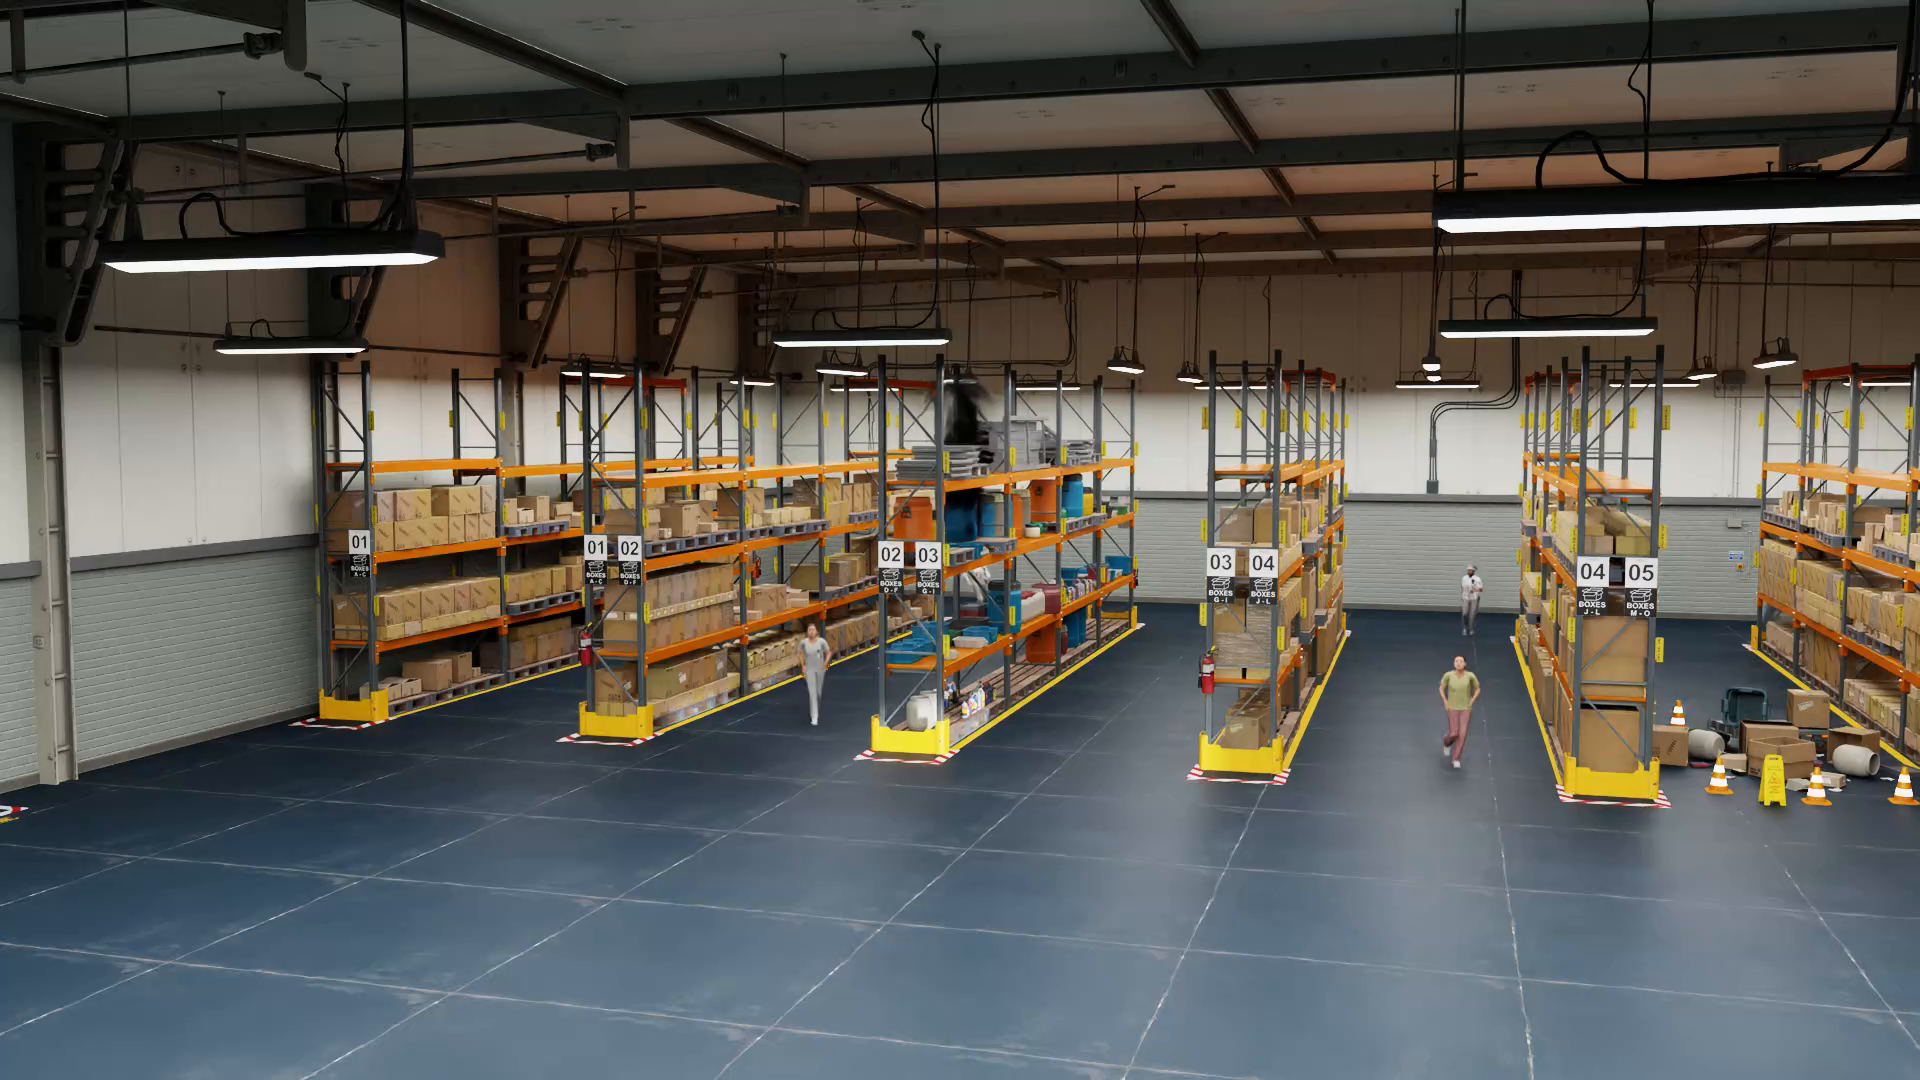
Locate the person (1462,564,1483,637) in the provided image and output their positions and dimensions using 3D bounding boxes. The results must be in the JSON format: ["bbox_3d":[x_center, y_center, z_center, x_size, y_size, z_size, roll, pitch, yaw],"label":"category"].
[{"bbox_3d":[11.861,1.413,38.638,0.542,1.715,0.675,3,5,32],"label":"person"}]

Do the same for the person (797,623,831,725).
[{"bbox_3d":[-2.432,2.205,27.735,0.565,1.678,0.765,0,4,-6],"label":"person"}]

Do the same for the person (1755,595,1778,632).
[{"bbox_3d":[18.447,1.444,37.738,0.687,1.726,0.699,0,4,6],"label":"person"}]

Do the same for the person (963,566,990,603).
[{"bbox_3d":[0.455,1.181,41.665,0.637,1.689,0.892,-2,4,-23],"label":"person"}]

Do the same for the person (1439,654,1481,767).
[{"bbox_3d":[7.268,2.468,24.181,0.573,1.639,0.584,1,4,12],"label":"person"}]
